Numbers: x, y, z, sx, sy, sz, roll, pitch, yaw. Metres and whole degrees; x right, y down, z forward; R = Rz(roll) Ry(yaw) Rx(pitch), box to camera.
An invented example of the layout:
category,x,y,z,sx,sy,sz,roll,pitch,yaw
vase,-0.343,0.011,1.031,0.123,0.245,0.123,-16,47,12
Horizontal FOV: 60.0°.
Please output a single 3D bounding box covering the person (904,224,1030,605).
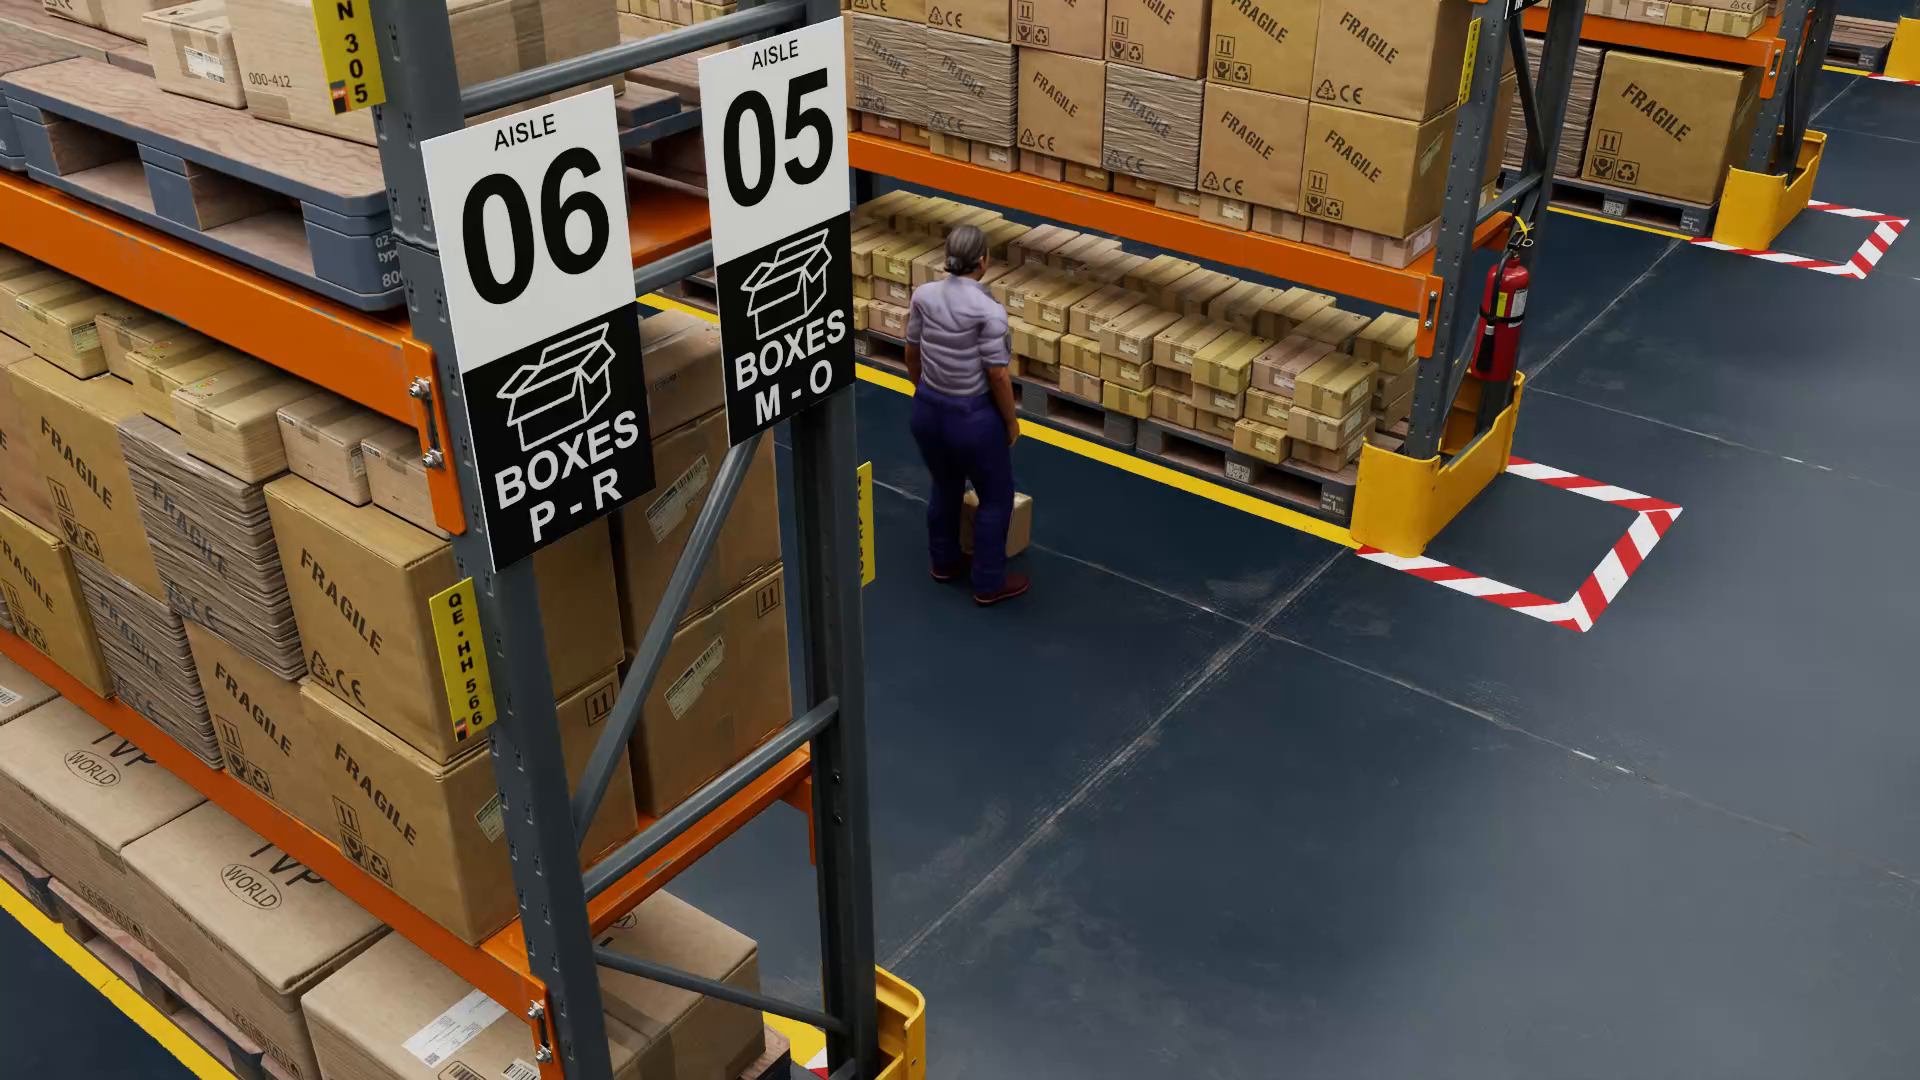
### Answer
category,x,y,z,sx,sy,sz,roll,pitch,yaw
person,0.031,-0.524,7.008,0.535,1.653,0.422,20,36,30
